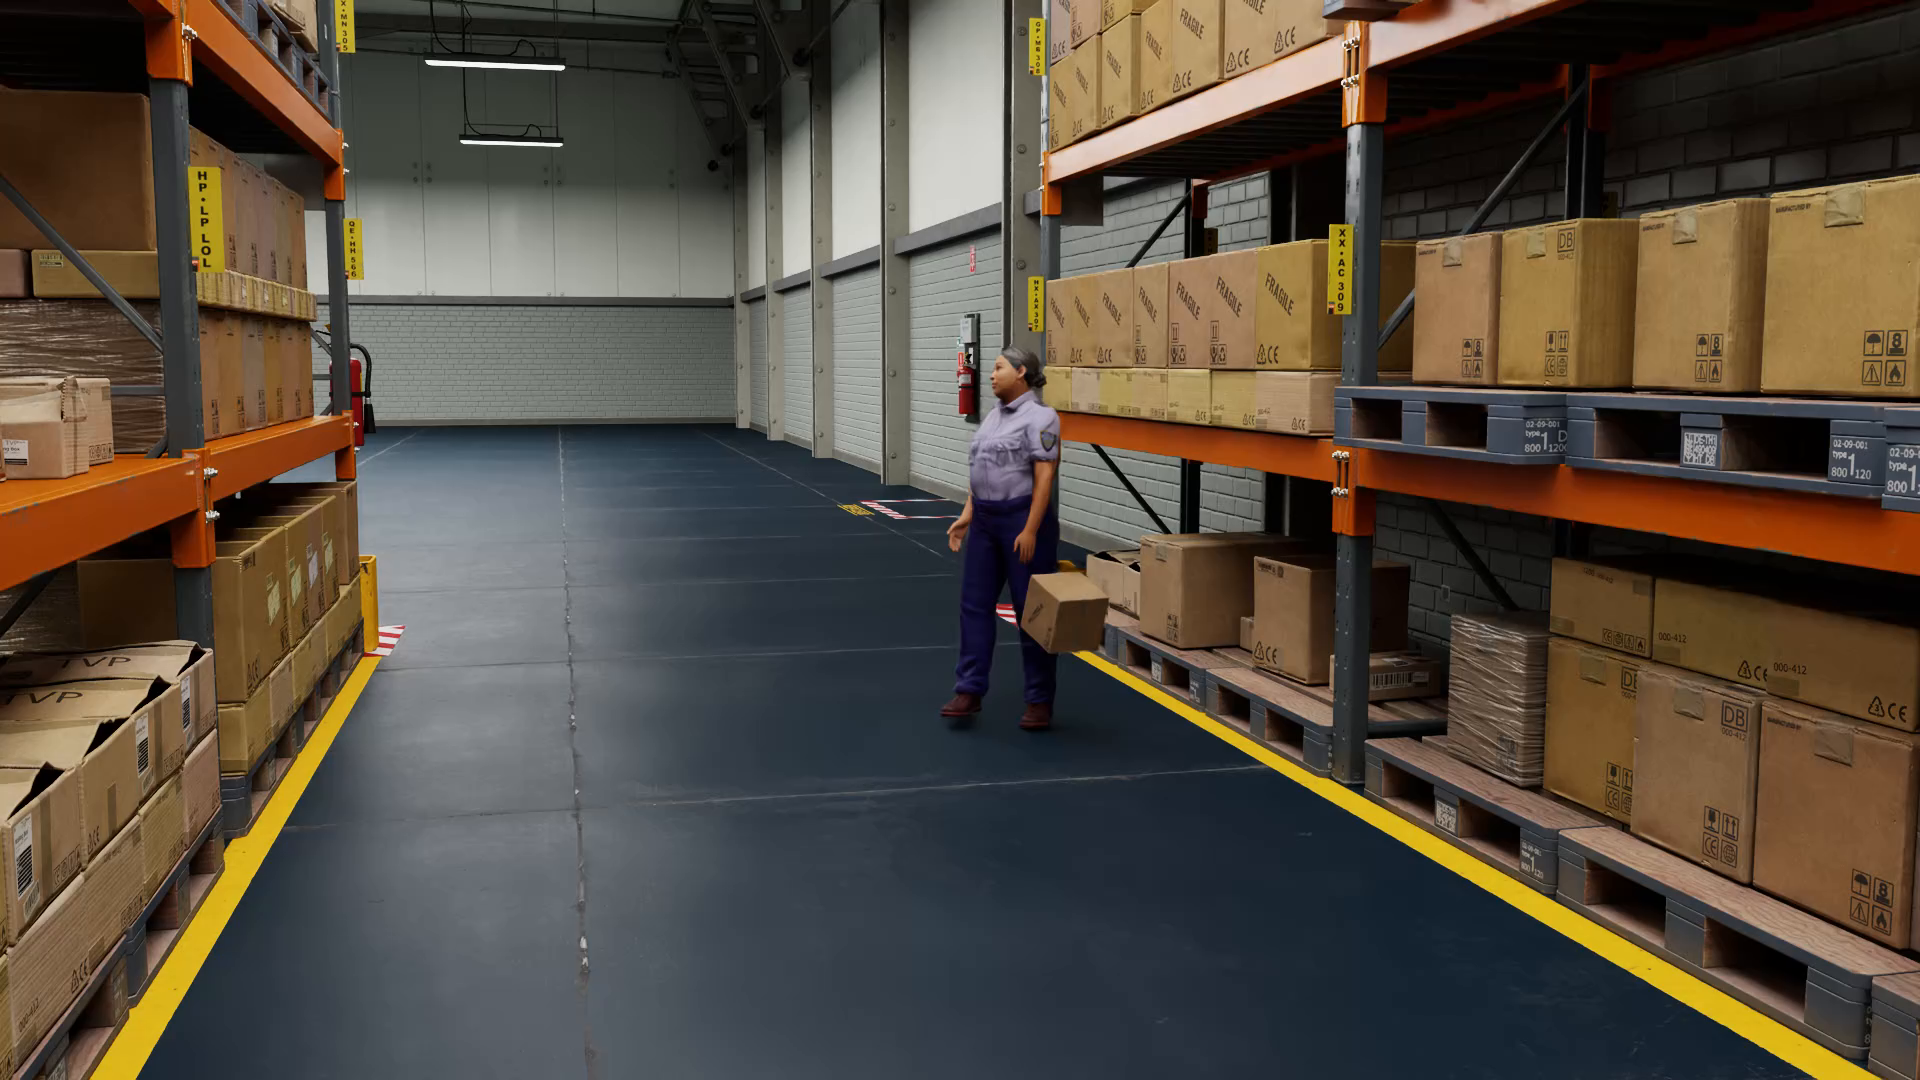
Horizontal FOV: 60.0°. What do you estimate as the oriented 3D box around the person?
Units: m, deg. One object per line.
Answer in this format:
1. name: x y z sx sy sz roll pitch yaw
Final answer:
1. person: 0.229 -0.057 7.303 0.396 1.581 0.494 -5 8 -40
